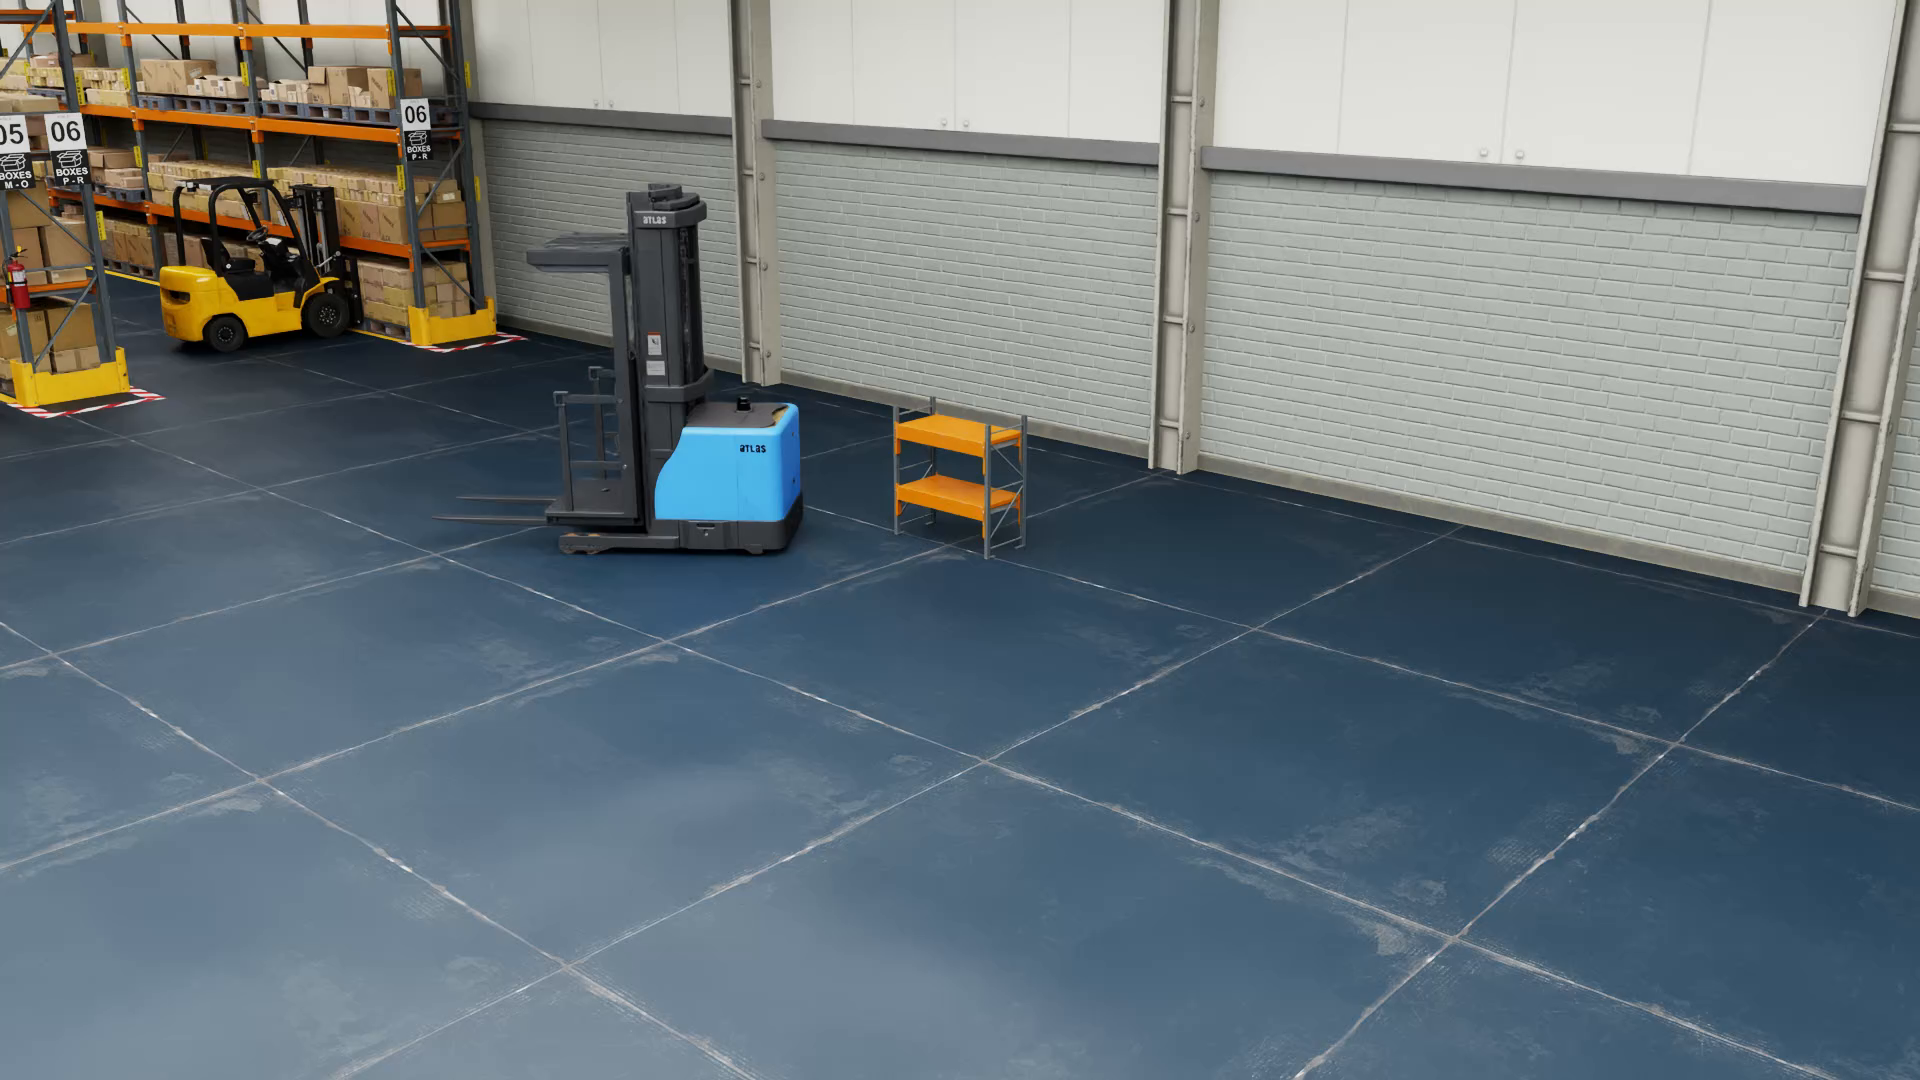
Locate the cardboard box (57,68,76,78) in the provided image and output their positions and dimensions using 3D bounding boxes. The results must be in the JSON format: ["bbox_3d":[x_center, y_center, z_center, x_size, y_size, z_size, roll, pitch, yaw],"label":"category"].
[{"bbox_3d":[-15.151,-7.971,28.375,0.250,0.149,0.380,15,23,40],"label":"cardboard box"}]

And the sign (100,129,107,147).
[{"bbox_3d":[-15.566,-7.291,30.211,0.005,0.325,0.100,15,23,39],"label":"sign"}]

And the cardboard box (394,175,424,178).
[{"bbox_3d":[-7.621,-4.980,23.116,0.250,0.149,0.380,15,23,40],"label":"cardboard box"}]

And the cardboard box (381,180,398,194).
[{"bbox_3d":[-7.569,-4.768,22.448,0.250,0.149,0.380,15,23,39],"label":"cardboard box"}]

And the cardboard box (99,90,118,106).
[{"bbox_3d":[-13.862,-7.316,27.496,0.500,0.250,0.500,15,23,39],"label":"cardboard box"}]

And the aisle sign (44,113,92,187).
[{"bbox_3d":[-9.996,-4.376,18.644,0.004,0.787,0.394,15,23,39],"label":"aisle sign"}]

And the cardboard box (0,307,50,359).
[{"bbox_3d":[-11.021,-2.428,19.415,0.500,0.500,0.500,15,23,40],"label":"cardboard box"}]

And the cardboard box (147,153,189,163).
[{"bbox_3d":[-13.221,-6.196,27.816,0.500,0.500,0.500,16,24,42],"label":"cardboard box"}]

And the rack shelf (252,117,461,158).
[{"bbox_3d":[-8.452,-5.691,23.317,4.000,0.370,1.077,15,23,39],"label":"rack shelf"}]

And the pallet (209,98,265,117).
[{"bbox_3d":[-10.617,-6.519,25.051,1.217,0.209,0.805,14,22,37],"label":"pallet"}]

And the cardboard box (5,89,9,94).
[{"bbox_3d":[-17.134,-8.144,30.271,0.250,0.149,0.380,16,24,41],"label":"cardboard box"}]

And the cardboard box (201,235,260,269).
[{"bbox_3d":[-11.485,-4.485,26.515,0.625,0.625,0.875,14,22,37],"label":"cardboard box"}]

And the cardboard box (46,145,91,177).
[{"bbox_3d":[-15.719,-6.712,29.444,0.500,0.500,0.700,16,23,41],"label":"cardboard box"}]

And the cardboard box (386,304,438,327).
[{"bbox_3d":[-7.518,-3.115,22.821,0.500,0.250,0.500,15,23,40],"label":"cardboard box"}]

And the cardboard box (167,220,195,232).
[{"bbox_3d":[-13.304,-5.362,28.413,0.250,0.149,0.380,16,24,41],"label":"cardboard box"}]

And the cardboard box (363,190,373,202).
[{"bbox_3d":[-7.944,-4.729,22.816,0.250,0.149,0.380,15,23,39],"label":"cardboard box"}]

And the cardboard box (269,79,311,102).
[{"bbox_3d":[-9.488,-6.419,23.708,0.500,0.311,0.500,16,23,40],"label":"cardboard box"}]

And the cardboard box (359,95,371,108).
[{"bbox_3d":[-7.778,-5.858,22.210,0.250,0.149,0.380,14,22,38],"label":"cardboard box"}]

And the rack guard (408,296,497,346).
[{"bbox_3d":[-6.939,-3.007,22.759,0.348,0.500,1.175,15,23,39],"label":"rack guard"}]

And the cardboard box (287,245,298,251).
[{"bbox_3d":[-9.795,-4.204,24.598,0.500,0.250,0.500,15,23,38],"label":"cardboard box"}]

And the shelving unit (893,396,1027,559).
[{"bbox_3d":[-0.005,-0.538,13.946,1.048,1.125,0.538,15,23,39],"label":"shelving unit"}]

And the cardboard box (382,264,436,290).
[{"bbox_3d":[-7.508,-3.591,22.666,0.500,0.250,0.500,16,24,41],"label":"cardboard box"}]

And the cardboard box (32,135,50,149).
[{"bbox_3d":[-10.281,-4.529,18.881,0.250,0.149,0.380,15,23,39],"label":"cardboard box"}]

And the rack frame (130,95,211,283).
[{"bbox_3d":[-12.940,-5.809,27.458,0.127,3.000,1.000,15,23,39],"label":"rack frame"}]

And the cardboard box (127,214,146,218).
[{"bbox_3d":[-14.469,-5.671,29.389,0.250,0.149,0.380,15,23,40],"label":"cardboard box"}]

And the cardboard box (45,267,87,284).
[{"bbox_3d":[-10.365,-3.074,19.256,0.250,0.149,0.380,15,23,39],"label":"cardboard box"}]

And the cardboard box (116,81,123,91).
[{"bbox_3d":[-13.546,-7.431,27.197,0.250,0.149,0.380,14,23,38],"label":"cardboard box"}]

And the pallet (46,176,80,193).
[{"bbox_3d":[-15.407,-6.336,29.434,1.213,0.211,1.003,15,23,39],"label":"pallet"}]

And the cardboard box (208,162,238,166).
[{"bbox_3d":[-11.909,-6.020,26.884,0.250,0.149,0.380,14,23,38],"label":"cardboard box"}]

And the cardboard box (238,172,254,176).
[{"bbox_3d":[-10.704,-5.490,25.214,0.250,0.149,0.380,15,23,39],"label":"cardboard box"}]

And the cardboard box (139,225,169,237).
[{"bbox_3d":[-13.478,-5.169,27.806,0.250,0.149,0.380,14,22,37],"label":"cardboard box"}]

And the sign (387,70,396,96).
[{"bbox_3d":[-7.327,-5.897,21.442,0.005,0.325,0.100,15,23,39],"label":"sign"}]

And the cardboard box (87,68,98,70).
[{"bbox_3d":[-14.697,-8.007,28.488,0.250,0.149,0.380,15,23,40],"label":"cardboard box"}]

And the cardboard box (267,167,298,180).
[{"bbox_3d":[-9.907,-5.374,24.355,0.250,0.149,0.380,16,23,40],"label":"cardboard box"}]

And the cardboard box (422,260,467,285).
[{"bbox_3d":[-7.190,-3.708,23.036,0.500,0.250,0.500,15,23,38],"label":"cardboard box"}]

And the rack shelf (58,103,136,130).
[{"bbox_3d":[-14.436,-7.298,28.378,4.000,0.370,1.077,15,23,39],"label":"rack shelf"}]

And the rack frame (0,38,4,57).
[{"bbox_3d":[-18.924,-10.275,31.611,0.127,3.000,1.000,15,23,39],"label":"rack frame"}]

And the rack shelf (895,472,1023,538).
[{"bbox_3d":[-0.005,-0.304,14.020,1.000,0.278,0.538,15,23,39],"label":"rack shelf"}]

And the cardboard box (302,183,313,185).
[{"bbox_3d":[-9.146,-5.022,23.741,0.250,0.149,0.380,15,23,39],"label":"cardboard box"}]

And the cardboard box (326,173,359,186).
[{"bbox_3d":[-8.692,-5.087,23.452,0.250,0.149,0.380,15,23,39],"label":"cardboard box"}]

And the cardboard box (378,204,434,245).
[{"bbox_3d":[-7.499,-4.290,22.505,0.500,0.500,0.500,14,23,38],"label":"cardboard box"}]

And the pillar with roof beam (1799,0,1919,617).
[{"bbox_3d":[3.726,-2.818,8.115,0.400,9.000,9.100,15,23,39],"label":"pillar with roof beam"}]

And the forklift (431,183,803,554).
[{"bbox_3d":[-2.911,-1.438,13.799,3.031,2.935,1.130,1,18,4],"label":"forklift"}]

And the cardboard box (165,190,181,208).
[{"bbox_3d":[-12.398,-5.491,26.704,0.500,0.250,0.500,14,23,38],"label":"cardboard box"}]

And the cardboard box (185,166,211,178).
[{"bbox_3d":[-11.925,-5.779,26.124,0.250,0.149,0.380,16,23,40],"label":"cardboard box"}]

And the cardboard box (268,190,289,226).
[{"bbox_3d":[-9.790,-4.906,24.445,0.500,0.500,0.500,14,22,38],"label":"cardboard box"}]

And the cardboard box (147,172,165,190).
[{"bbox_3d":[-12.787,-5.826,26.932,0.500,0.250,0.500,15,23,39],"label":"cardboard box"}]

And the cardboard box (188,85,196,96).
[{"bbox_3d":[-11.549,-6.871,25.400,0.250,0.149,0.380,15,23,39],"label":"cardboard box"}]

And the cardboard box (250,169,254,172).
[{"bbox_3d":[-10.795,-5.700,25.877,0.250,0.149,0.380,15,23,39],"label":"cardboard box"}]

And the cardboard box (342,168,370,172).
[{"bbox_3d":[-8.733,-5.306,24.144,0.250,0.149,0.380,15,23,38],"label":"cardboard box"}]

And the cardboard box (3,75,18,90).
[{"bbox_3d":[-16.855,-8.255,29.960,0.500,0.250,0.500,14,22,37],"label":"cardboard box"}]

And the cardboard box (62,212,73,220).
[{"bbox_3d":[-15.840,-5.798,29.788,0.250,0.149,0.380,16,24,42],"label":"cardboard box"}]

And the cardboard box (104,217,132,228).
[{"bbox_3d":[-14.601,-5.502,28.857,0.250,0.149,0.380,15,23,39],"label":"cardboard box"}]

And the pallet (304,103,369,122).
[{"bbox_3d":[-8.385,-5.983,23.193,1.213,0.211,1.003,15,23,39],"label":"pallet"}]

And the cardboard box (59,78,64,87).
[{"bbox_3d":[-15.023,-7.763,28.210,0.250,0.149,0.380,16,23,41],"label":"cardboard box"}]

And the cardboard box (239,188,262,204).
[{"bbox_3d":[-10.485,-5.214,25.002,0.500,0.250,0.500,14,23,38],"label":"cardboard box"}]

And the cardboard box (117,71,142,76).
[{"bbox_3d":[-13.520,-7.578,27.170,0.250,0.149,0.380,14,22,37],"label":"cardboard box"}]

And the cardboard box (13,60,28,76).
[{"bbox_3d":[-16.469,-8.398,29.584,0.500,0.250,0.500,15,23,39],"label":"cardboard box"}]
